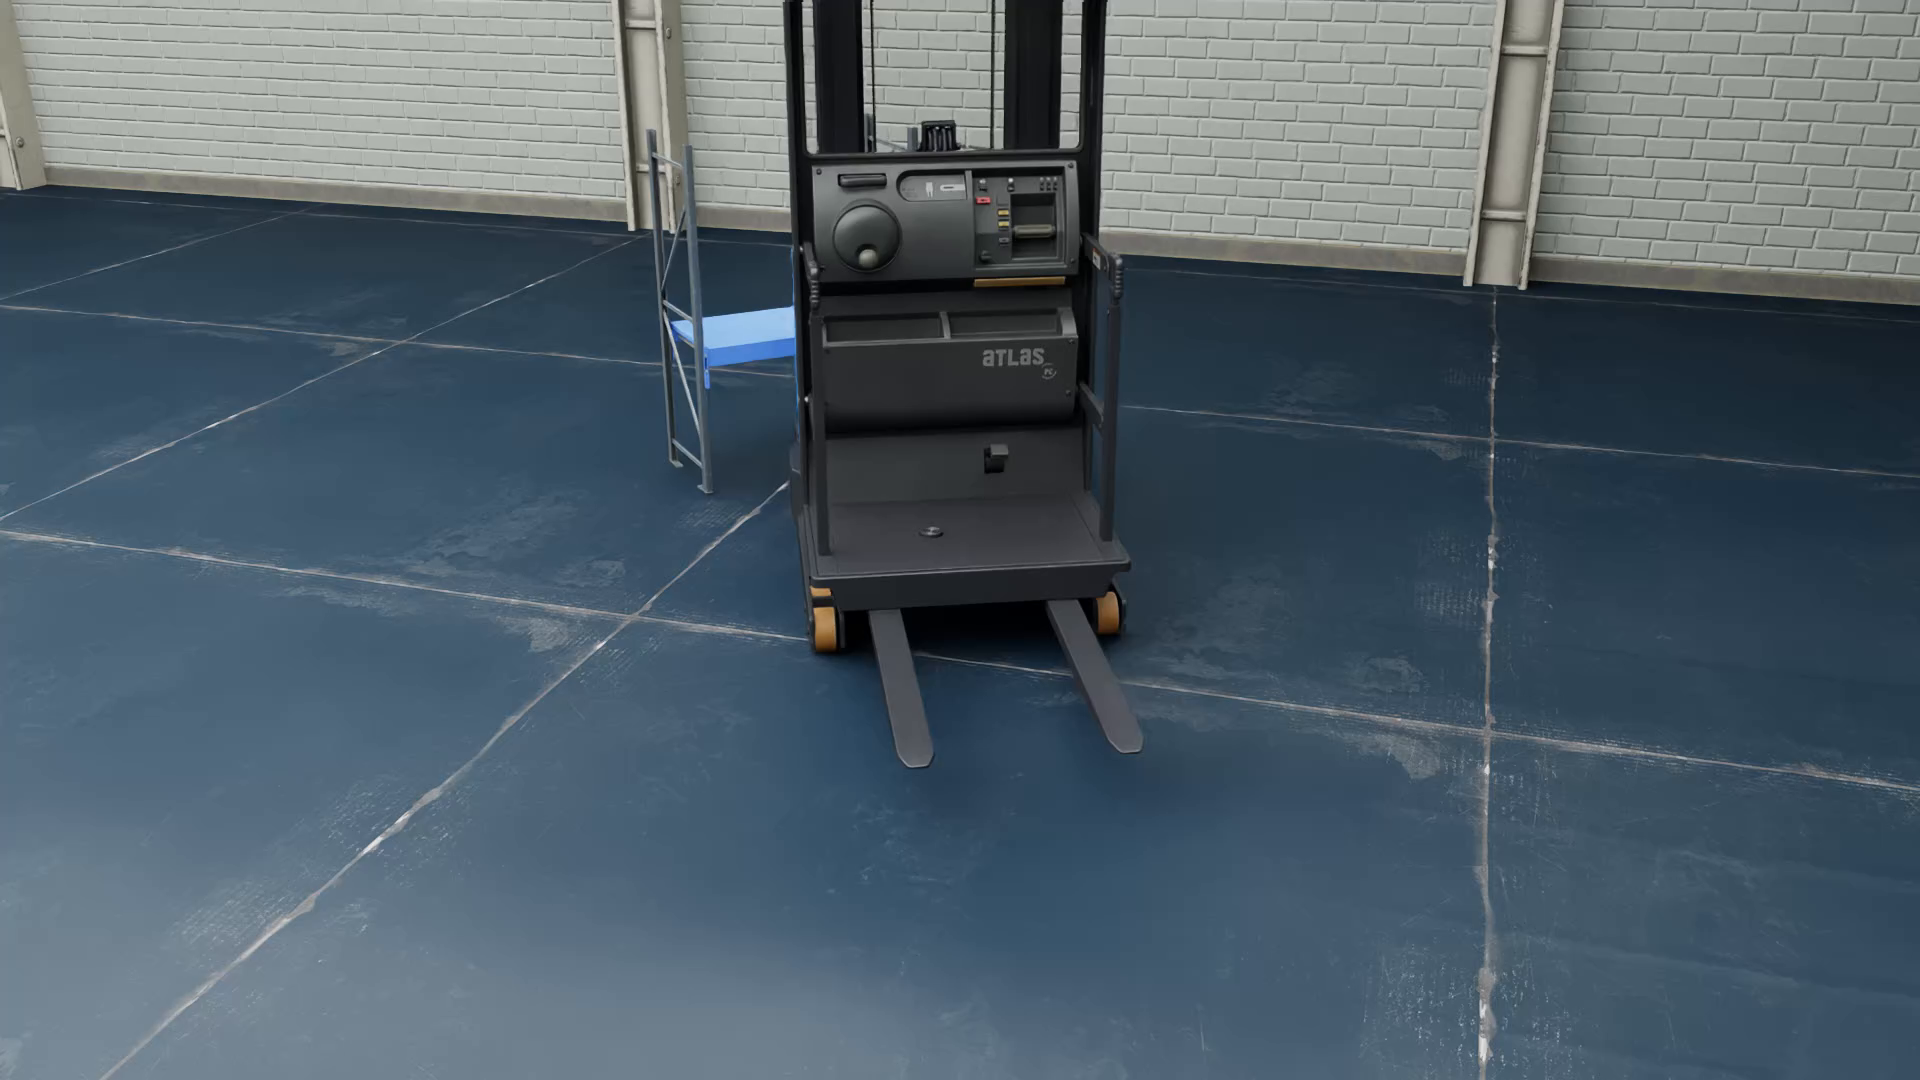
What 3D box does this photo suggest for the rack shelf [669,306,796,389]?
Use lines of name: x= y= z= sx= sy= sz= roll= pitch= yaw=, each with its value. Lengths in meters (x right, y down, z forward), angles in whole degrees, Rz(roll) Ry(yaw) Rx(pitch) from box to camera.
rack shelf: x=-0.759 y=-0.902 z=7.465 sx=1.000 sy=0.185 sz=0.538 roll=-11 pitch=25 yaw=-26

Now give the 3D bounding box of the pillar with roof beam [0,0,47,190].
pillar with roof beam: x=-9.231 y=-5.600 z=8.566 sx=0.400 sy=9.000 sz=9.100 roll=7 pitch=23 yaw=16

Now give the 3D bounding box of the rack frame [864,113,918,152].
rack frame: x=-0.310 y=-1.159 z=7.617 sx=0.032 sy=1.500 sz=0.500 roll=-11 pitch=25 yaw=-26

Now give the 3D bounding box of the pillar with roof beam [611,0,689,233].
pillar with roof beam: x=-3.487 y=-4.943 z=6.962 sx=0.400 sy=9.000 sz=9.100 roll=7 pitch=23 yaw=16

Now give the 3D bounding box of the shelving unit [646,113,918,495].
shelving unit: x=-0.759 y=-1.068 z=7.397 sx=1.048 sy=1.500 sz=0.538 roll=-11 pitch=25 yaw=-26

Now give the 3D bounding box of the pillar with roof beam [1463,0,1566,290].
pillar with roof beam: x=2.257 y=-4.285 z=5.359 sx=0.400 sy=9.000 sz=9.100 roll=7 pitch=23 yaw=16

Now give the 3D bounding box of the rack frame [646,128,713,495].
rack frame: x=-1.208 y=-0.978 z=7.176 sx=0.032 sy=1.500 sz=0.500 roll=-11 pitch=25 yaw=-26

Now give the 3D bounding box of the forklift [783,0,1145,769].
forklift: x=-0.015 y=-1.102 z=5.594 sx=1.130 sy=2.935 sz=3.031 roll=-3 pitch=22 yaw=-7
